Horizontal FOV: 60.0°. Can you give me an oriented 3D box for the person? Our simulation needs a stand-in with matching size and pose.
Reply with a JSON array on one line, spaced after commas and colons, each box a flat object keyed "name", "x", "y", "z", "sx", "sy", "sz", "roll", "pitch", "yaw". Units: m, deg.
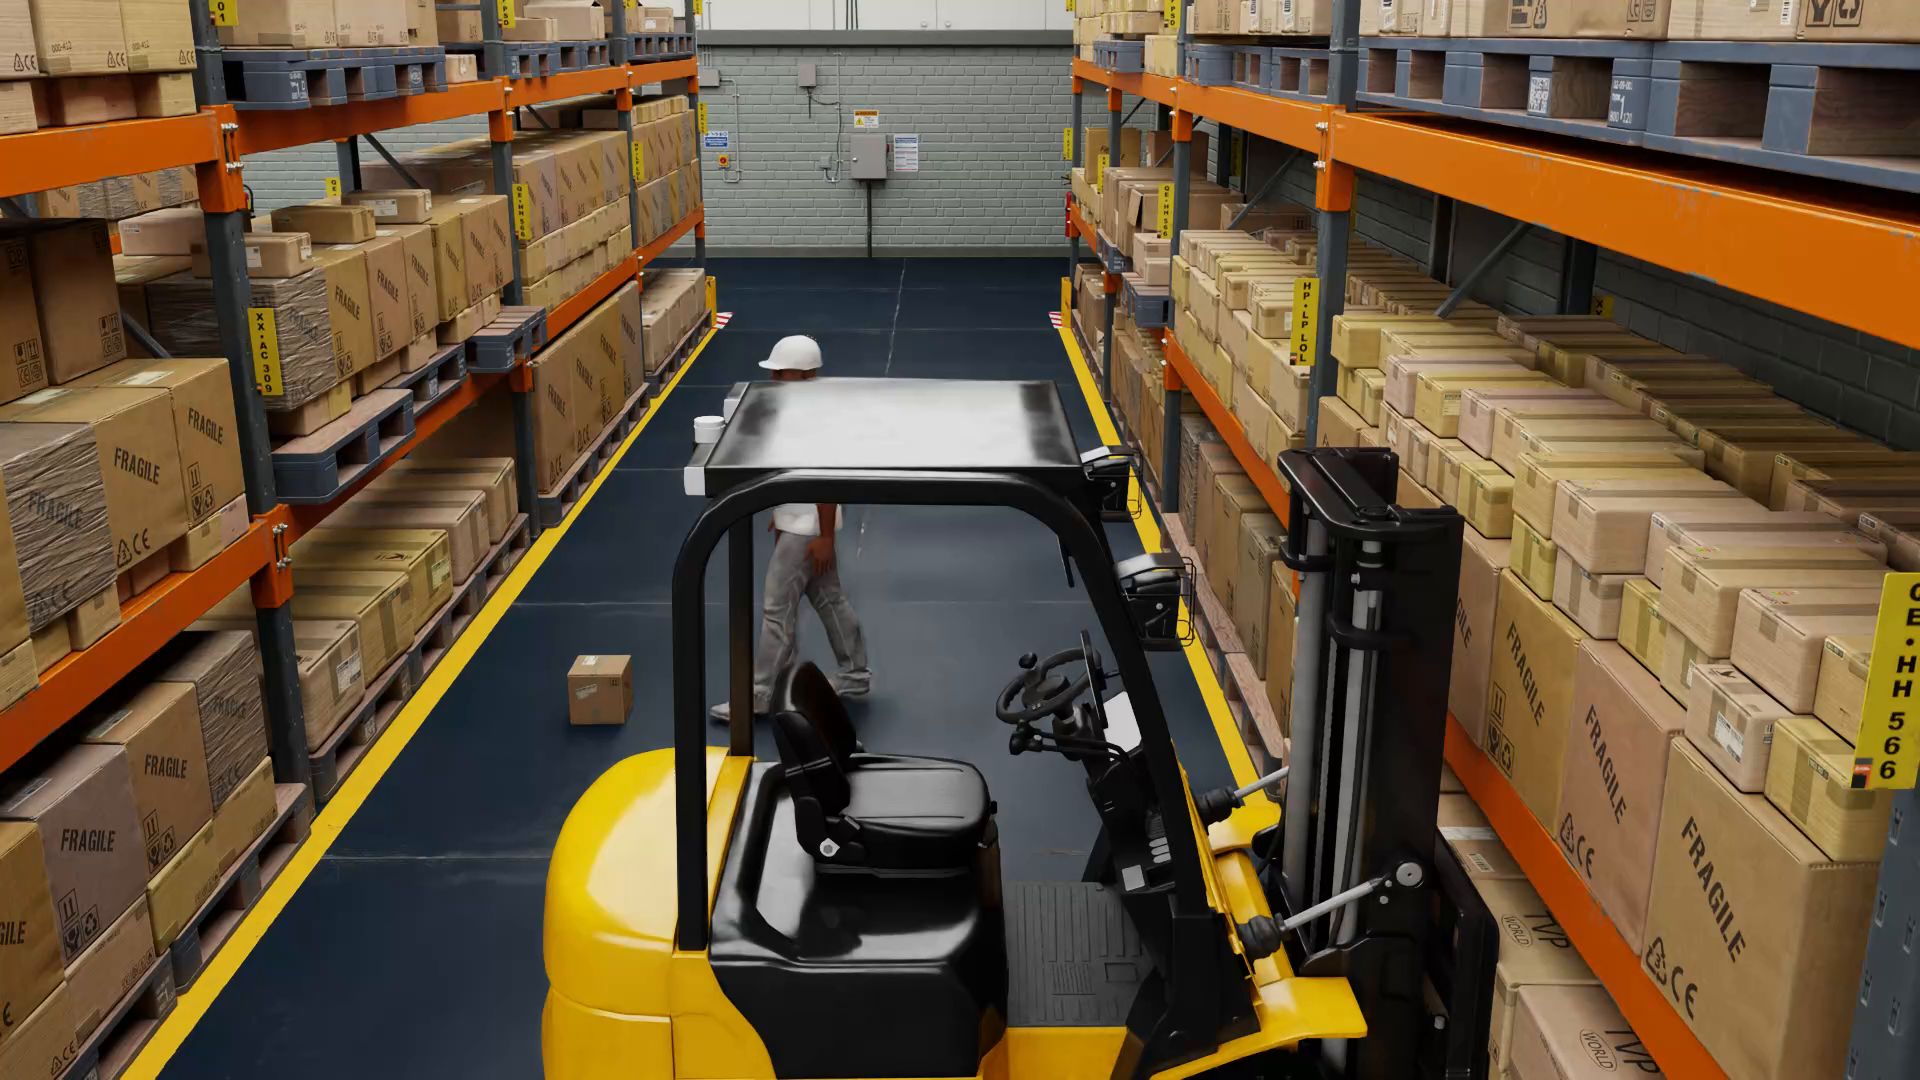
[{"name": "person", "x": -0.802, "y": -0.075, "z": 7.693, "sx": 0.783, "sy": 1.746, "sz": 0.589, "roll": -3, "pitch": 17, "yaw": -9}]
